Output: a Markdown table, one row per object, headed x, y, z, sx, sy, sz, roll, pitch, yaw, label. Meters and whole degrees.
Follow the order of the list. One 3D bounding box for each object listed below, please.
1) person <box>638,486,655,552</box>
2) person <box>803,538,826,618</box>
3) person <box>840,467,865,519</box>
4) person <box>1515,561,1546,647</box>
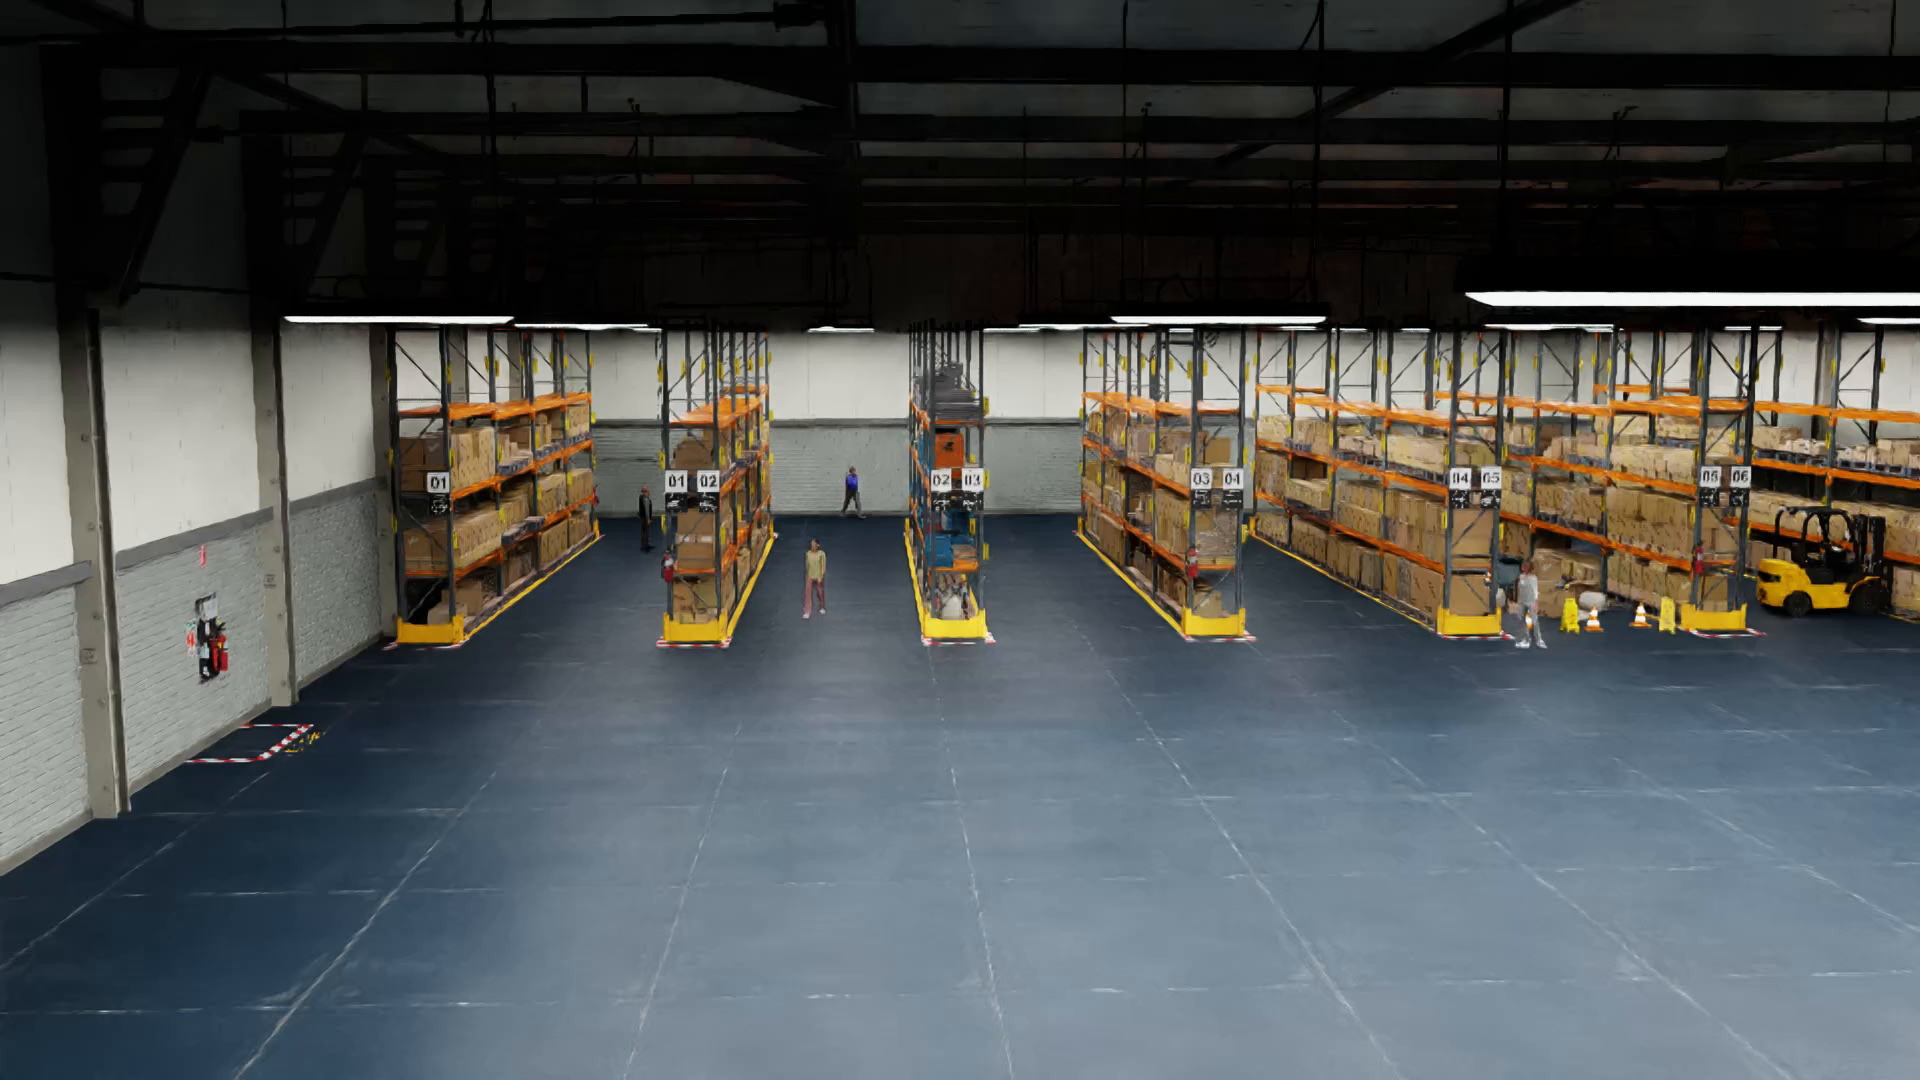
| x | y | z | sx | sy | sz | roll | pitch | yaw | label |
| --- | --- | --- | --- | --- | --- | --- | --- | --- | --- |
| -8.277 | -0.582 | 44.008 | 0.463 | 1.731 | 0.598 | -3 | 8 | -22 | person |
| -2.927 | 0.750 | 33.748 | 0.446 | 1.605 | 1.018 | 1 | 7 | 5 | person |
| -3.374 | -1.475 | 51.735 | 0.553 | 1.619 | 0.915 | -4 | 8 | -30 | person |
| 10.502 | 1.173 | 30.582 | 0.491 | 1.589 | 0.516 | -4 | 8 | -29 | person |
